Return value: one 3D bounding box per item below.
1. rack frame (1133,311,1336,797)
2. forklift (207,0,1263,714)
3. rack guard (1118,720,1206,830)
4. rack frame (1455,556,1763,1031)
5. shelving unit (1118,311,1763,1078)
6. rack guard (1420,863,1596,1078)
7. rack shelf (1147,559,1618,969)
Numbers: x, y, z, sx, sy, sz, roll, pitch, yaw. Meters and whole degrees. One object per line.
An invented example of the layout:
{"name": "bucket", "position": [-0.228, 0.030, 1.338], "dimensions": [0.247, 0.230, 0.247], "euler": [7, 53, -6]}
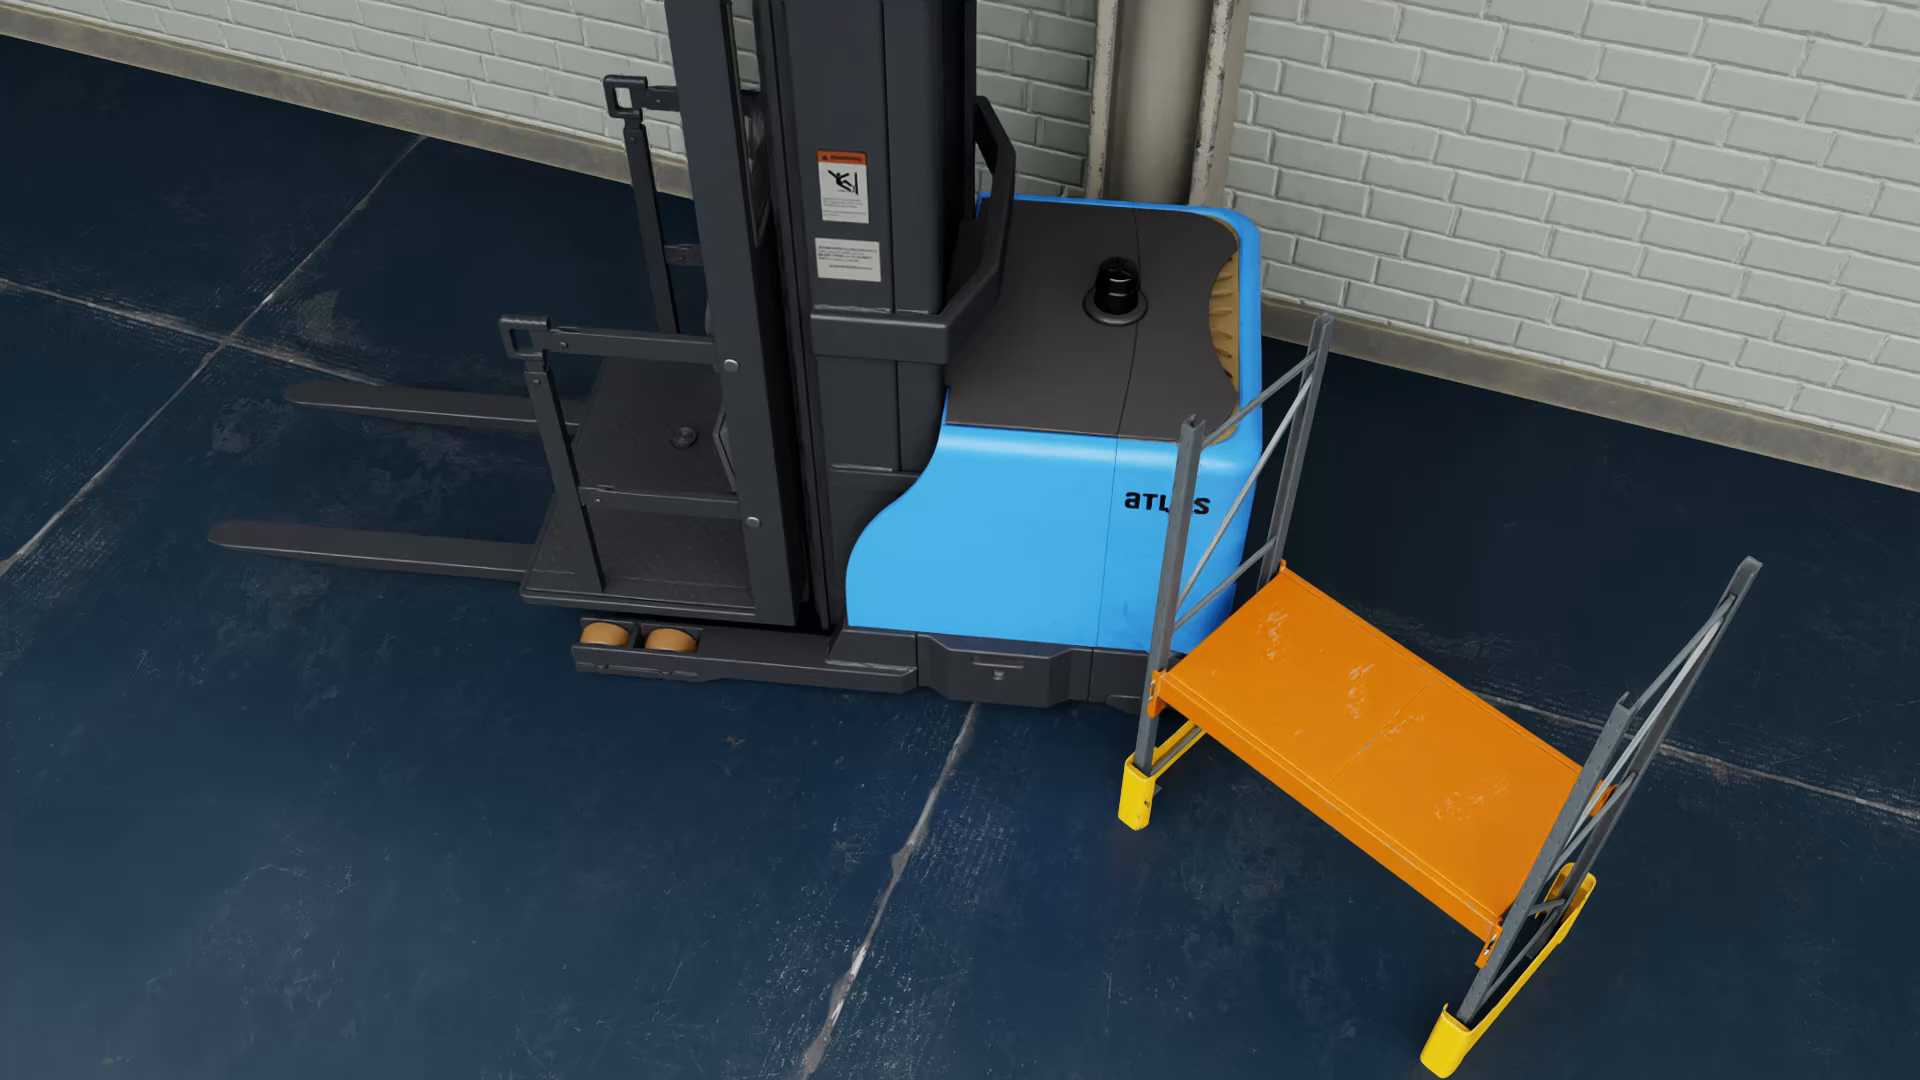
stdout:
{"name": "rack frame", "position": [0.650, 0.122, 4.152], "dimensions": [0.032, 1.500, 0.500], "euler": [37, 58, 27]}
{"name": "forklift", "position": [-0.706, -0.940, 4.125], "dimensions": [3.031, 2.935, 1.130], "euler": [5, 49, 4]}
{"name": "rack guard", "position": [0.664, 0.542, 4.615], "dimensions": [0.087, 0.250, 0.587], "euler": [37, 58, 27]}
{"name": "rack frame", "position": [1.371, 0.663, 3.683], "dimensions": [0.032, 1.500, 0.500], "euler": [37, 58, 27]}
{"name": "shelving unit", "position": [1.017, 0.397, 3.913], "dimensions": [1.083, 1.500, 0.587], "euler": [37, 58, 27]}
{"name": "rack guard", "position": [1.370, 1.072, 4.155], "dimensions": [0.087, 0.250, 0.587], "euler": [37, 58, 27]}
{"name": "rack shelf", "position": [1.011, 0.510, 4.053], "dimensions": [1.000, 0.185, 0.538], "euler": [37, 58, 27]}
